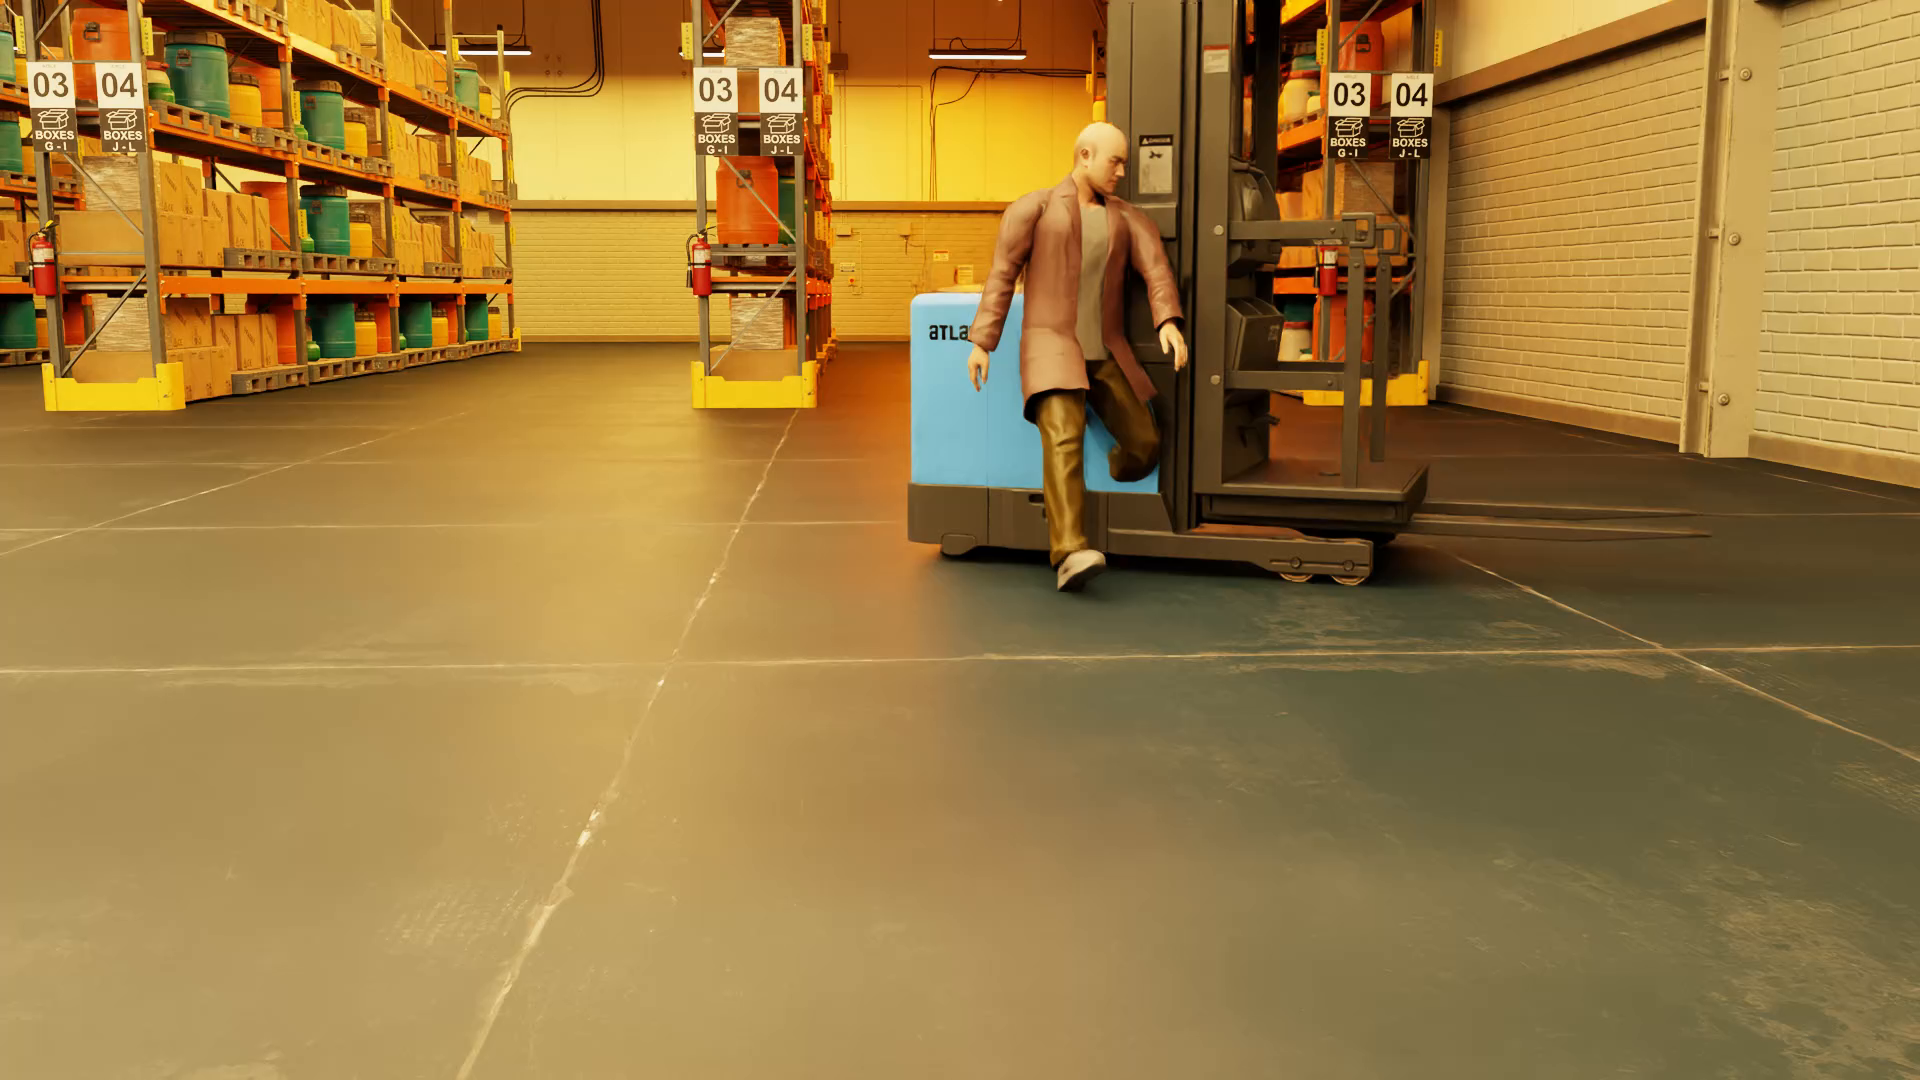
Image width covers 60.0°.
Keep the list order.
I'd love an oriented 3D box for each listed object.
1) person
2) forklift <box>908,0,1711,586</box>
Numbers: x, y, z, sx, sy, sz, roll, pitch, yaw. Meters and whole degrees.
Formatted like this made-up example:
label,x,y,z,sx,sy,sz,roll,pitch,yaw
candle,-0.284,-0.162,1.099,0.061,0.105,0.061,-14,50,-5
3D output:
label,x,y,z,sx,sy,sz,roll,pitch,yaw
person,0.469,-0.690,6.178,0.799,1.703,0.991,-4,9,-24
forklift,1.359,-1.368,6.547,3.031,2.935,1.130,3,9,20
